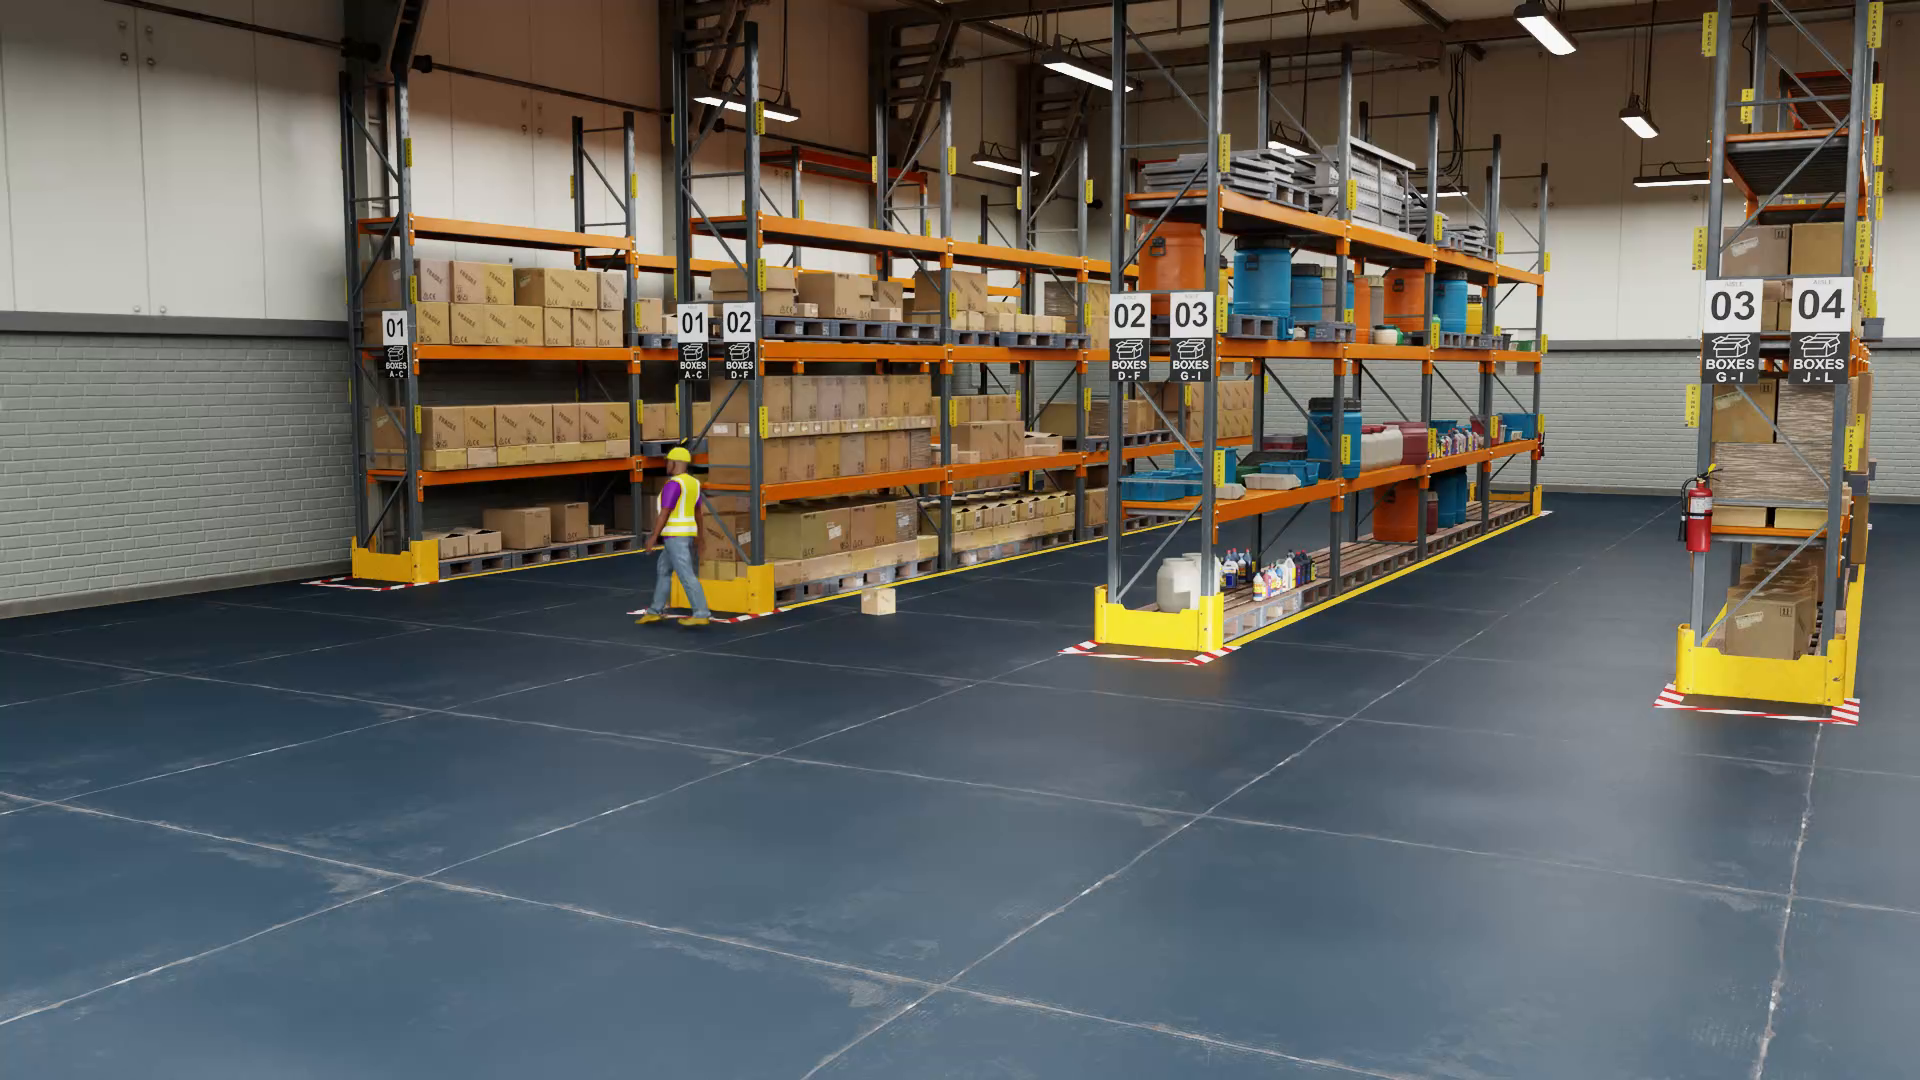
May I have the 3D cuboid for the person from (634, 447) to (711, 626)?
[{"bbox_3d":[-2.830,-0.019,16.253,0.869,1.767,0.656,1,6,13],"label":"person"}]
